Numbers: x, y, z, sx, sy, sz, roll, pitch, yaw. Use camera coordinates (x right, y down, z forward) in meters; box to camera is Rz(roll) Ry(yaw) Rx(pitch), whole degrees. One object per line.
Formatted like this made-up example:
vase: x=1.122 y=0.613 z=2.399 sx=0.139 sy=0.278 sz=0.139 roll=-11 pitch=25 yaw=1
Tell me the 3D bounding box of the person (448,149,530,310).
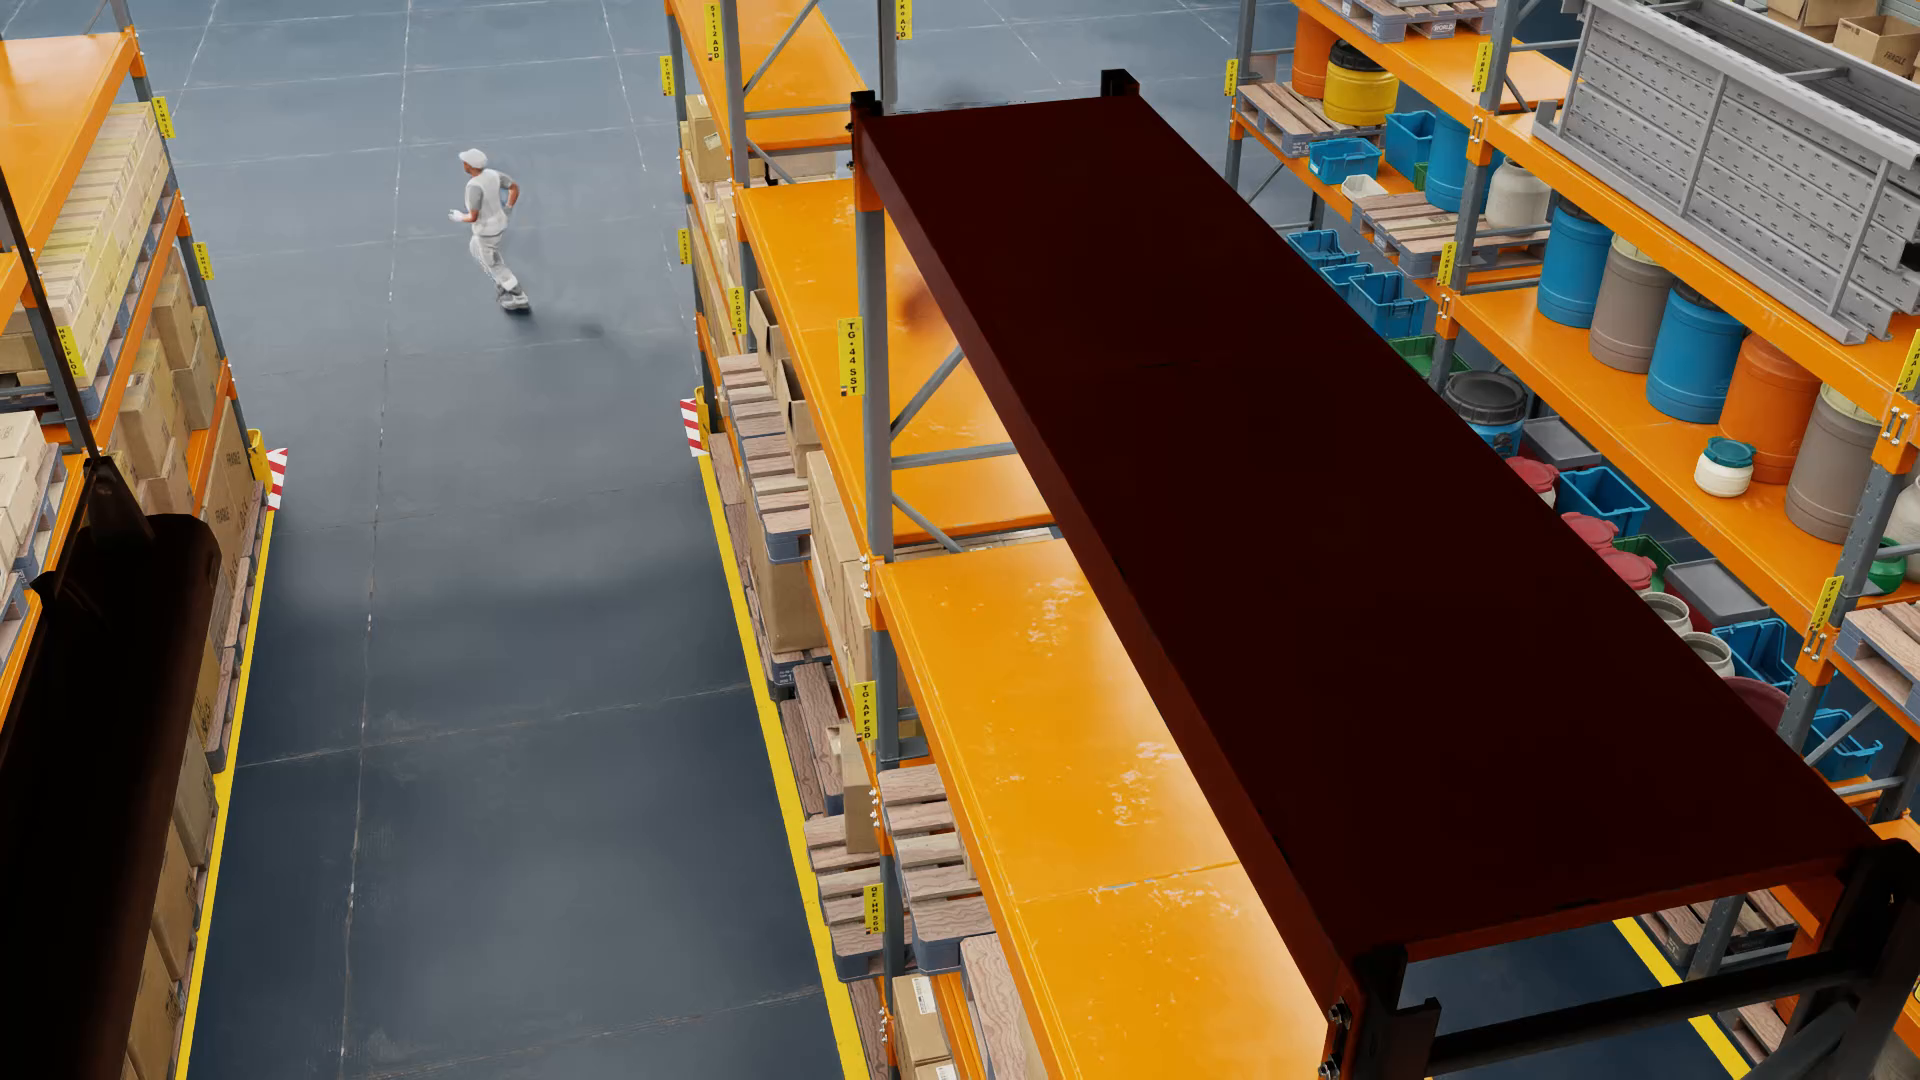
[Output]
person: x=-4.894 y=-3.227 z=17.232 sx=0.701 sy=1.743 sz=0.653 roll=7 pitch=35 yaw=10
